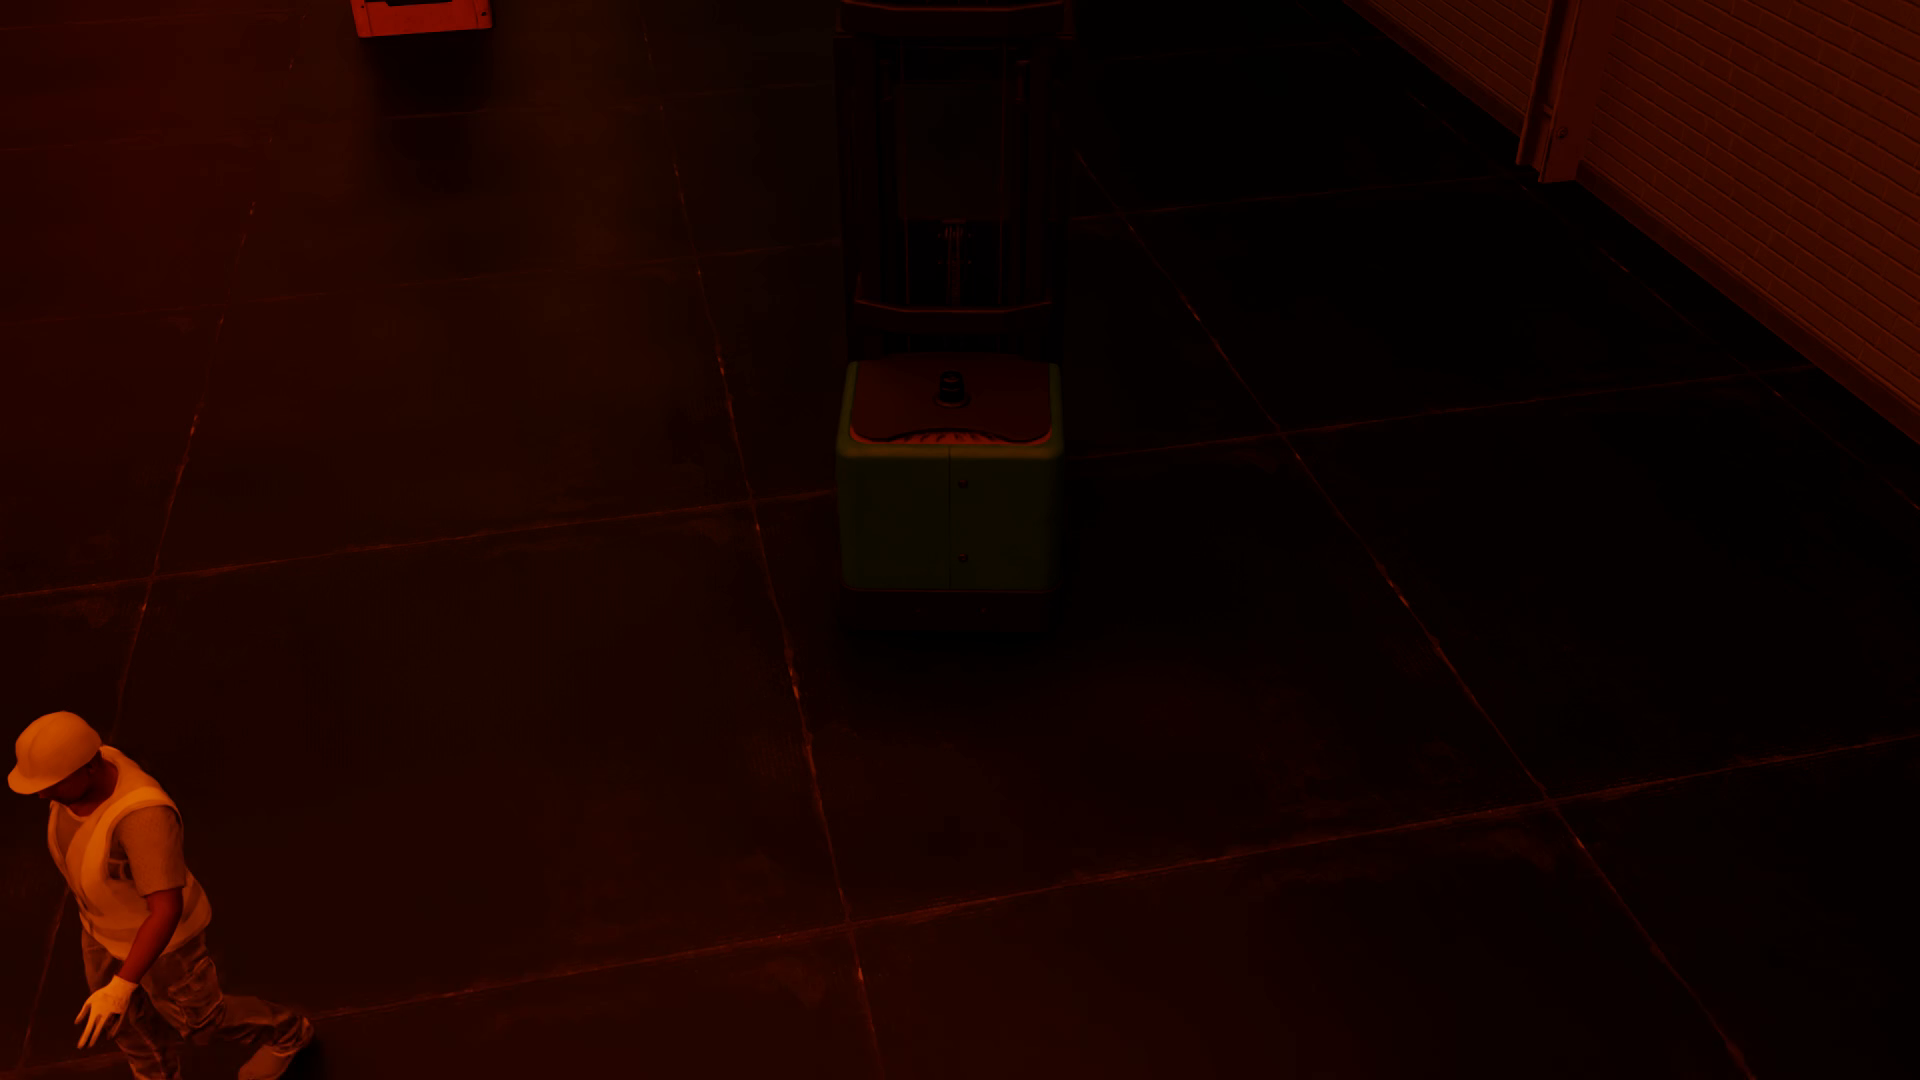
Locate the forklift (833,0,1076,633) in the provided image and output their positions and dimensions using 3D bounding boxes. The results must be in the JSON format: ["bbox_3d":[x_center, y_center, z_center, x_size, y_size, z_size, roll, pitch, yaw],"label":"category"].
[{"bbox_3d":[-0.020,-1.583,8.250,1.130,2.935,3.031,1,36,1],"label":"forklift"}]

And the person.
[{"bbox_3d":[-2.665,1.230,5.349,0.991,1.758,0.759,25,43,31],"label":"person"}]
